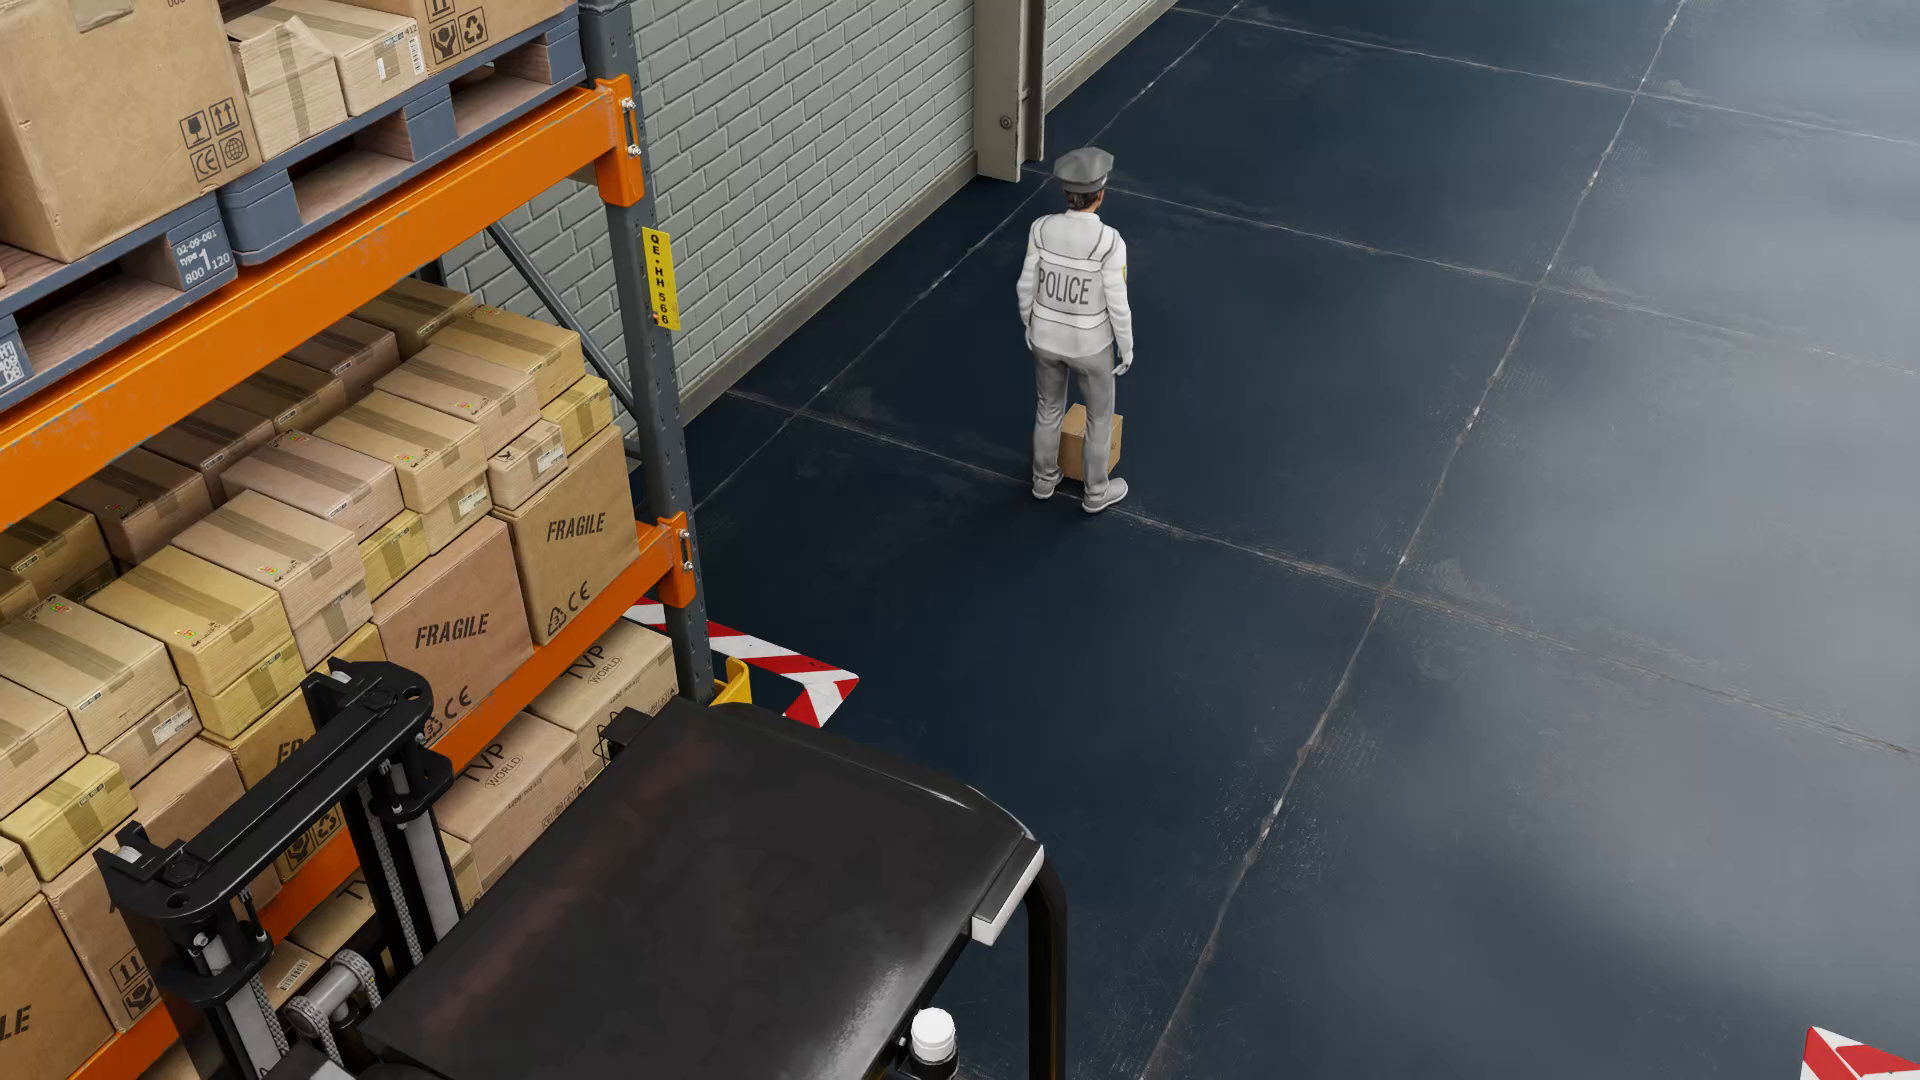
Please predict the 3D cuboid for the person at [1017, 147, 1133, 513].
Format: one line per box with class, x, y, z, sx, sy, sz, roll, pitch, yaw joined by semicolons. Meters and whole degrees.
person;0.501;-0.873;7.259;0.529;1.664;0.371;18;42;22
